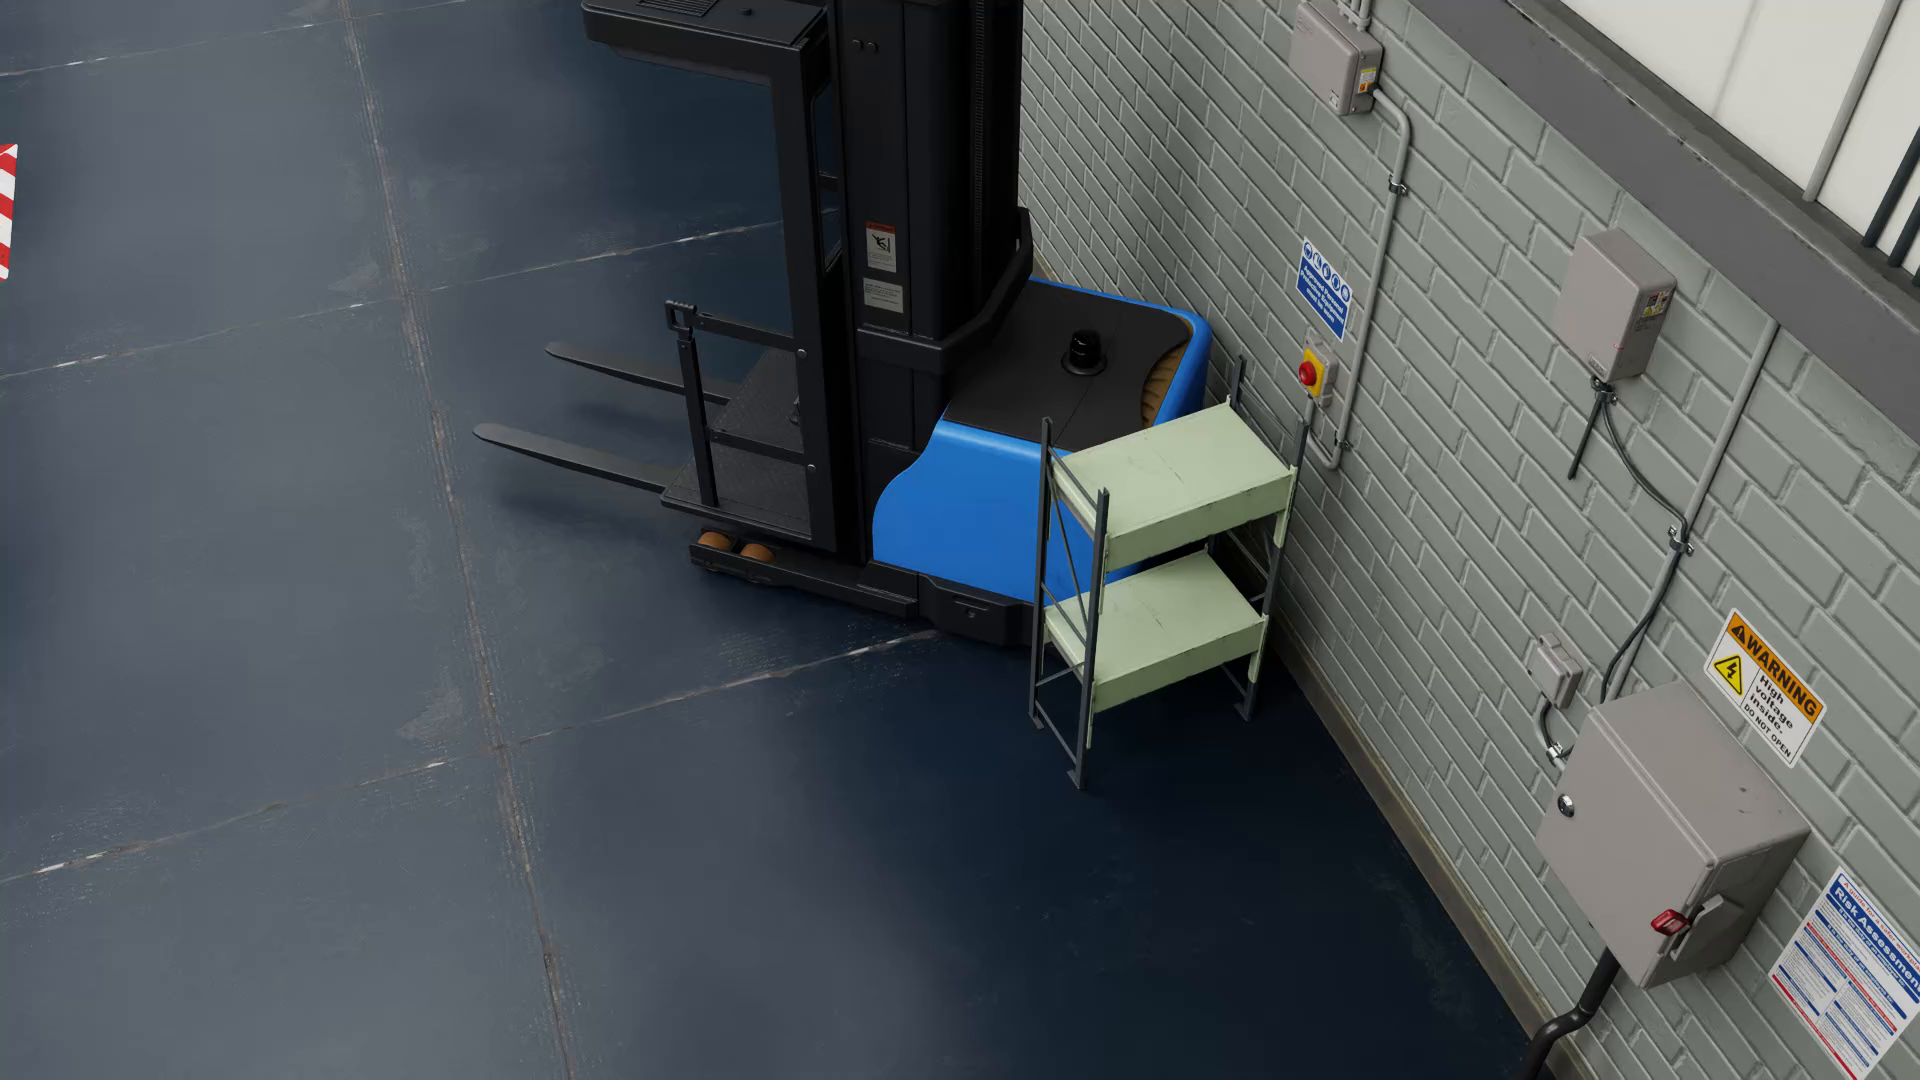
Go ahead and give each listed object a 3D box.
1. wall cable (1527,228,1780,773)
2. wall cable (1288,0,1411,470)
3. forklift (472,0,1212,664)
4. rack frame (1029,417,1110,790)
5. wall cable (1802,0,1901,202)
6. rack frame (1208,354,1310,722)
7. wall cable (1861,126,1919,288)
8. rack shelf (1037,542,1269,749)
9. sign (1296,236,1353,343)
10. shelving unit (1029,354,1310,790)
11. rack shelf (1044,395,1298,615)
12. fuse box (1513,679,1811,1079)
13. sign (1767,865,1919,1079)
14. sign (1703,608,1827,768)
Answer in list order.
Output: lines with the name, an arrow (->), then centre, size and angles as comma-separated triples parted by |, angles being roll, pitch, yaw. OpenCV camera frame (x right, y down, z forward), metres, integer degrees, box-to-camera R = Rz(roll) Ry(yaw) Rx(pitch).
wall cable -> 1.673, -0.118, 4.342 | 0.122, 1.984, 0.588 | -14, 47, -14
wall cable -> 1.180, -1.071, 5.270 | 0.123, 1.953, 0.585 | -14, 47, -14
forklift -> -0.584, -1.190, 6.176 | 3.031, 2.935, 1.130 | 15, 47, 14
rack frame -> 0.361, 0.263, 5.738 | 0.023, 1.500, 0.400 | -19, 48, -18
wall cable -> 1.392, -2.502, 3.199 | 0.029, 3.000, 2.355 | -14, 47, -14
rack frame -> 1.020, 0.037, 5.964 | 0.023, 1.500, 0.400 | -19, 48, -18
wall cable -> 2.302, -0.650, 1.327 | 0.133, 3.039, 2.988 | -14, 47, -14
rack shelf -> 0.690, 0.380, 6.082 | 0.720, 0.370, 0.431 | -19, 48, -18
sign -> 1.221, -0.844, 5.592 | 0.001, 0.218, 0.327 | -14, 47, -14
shelving unit -> 0.690, 0.150, 5.851 | 0.755, 1.500, 0.431 | -19, 48, -18
rack shelf -> 0.690, -0.125, 5.574 | 0.720, 0.370, 0.431 | -19, 48, -18
fuse box -> 1.756, 1.188, 4.667 | 0.414, 1.711, 0.539 | -14, 47, -14
sign -> 2.119, 1.046, 3.966 | 0.001, 0.494, 0.329 | -14, 47, -14
sign -> 1.932, 0.355, 4.005 | 0.001, 0.242, 0.339 | -14, 47, -14
